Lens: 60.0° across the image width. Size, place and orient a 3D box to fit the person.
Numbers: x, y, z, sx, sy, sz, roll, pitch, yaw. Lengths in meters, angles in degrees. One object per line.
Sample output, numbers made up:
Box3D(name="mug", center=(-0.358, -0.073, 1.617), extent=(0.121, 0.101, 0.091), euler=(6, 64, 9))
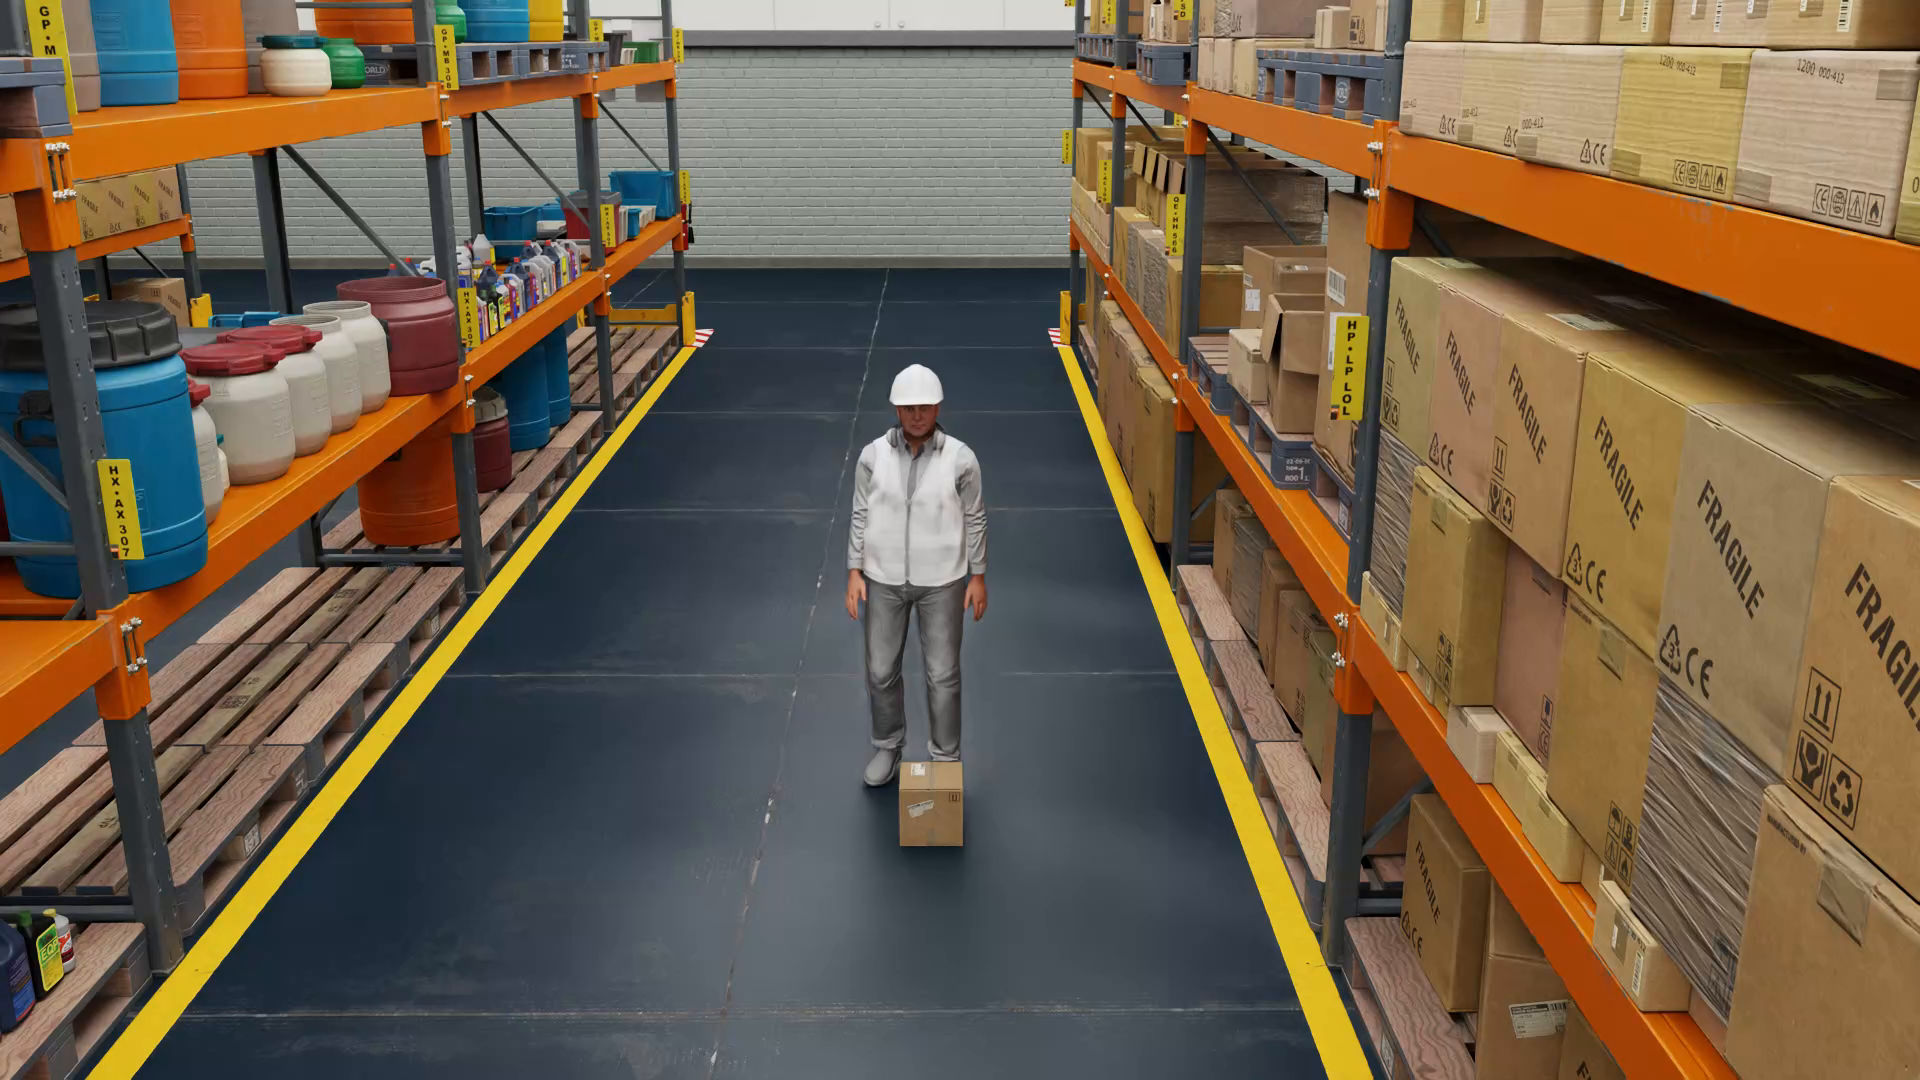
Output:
Box3D(name="person", center=(-0.183, 0.173, 6.879), extent=(0.579, 1.781, 0.472), euler=(2, 17, 7))
